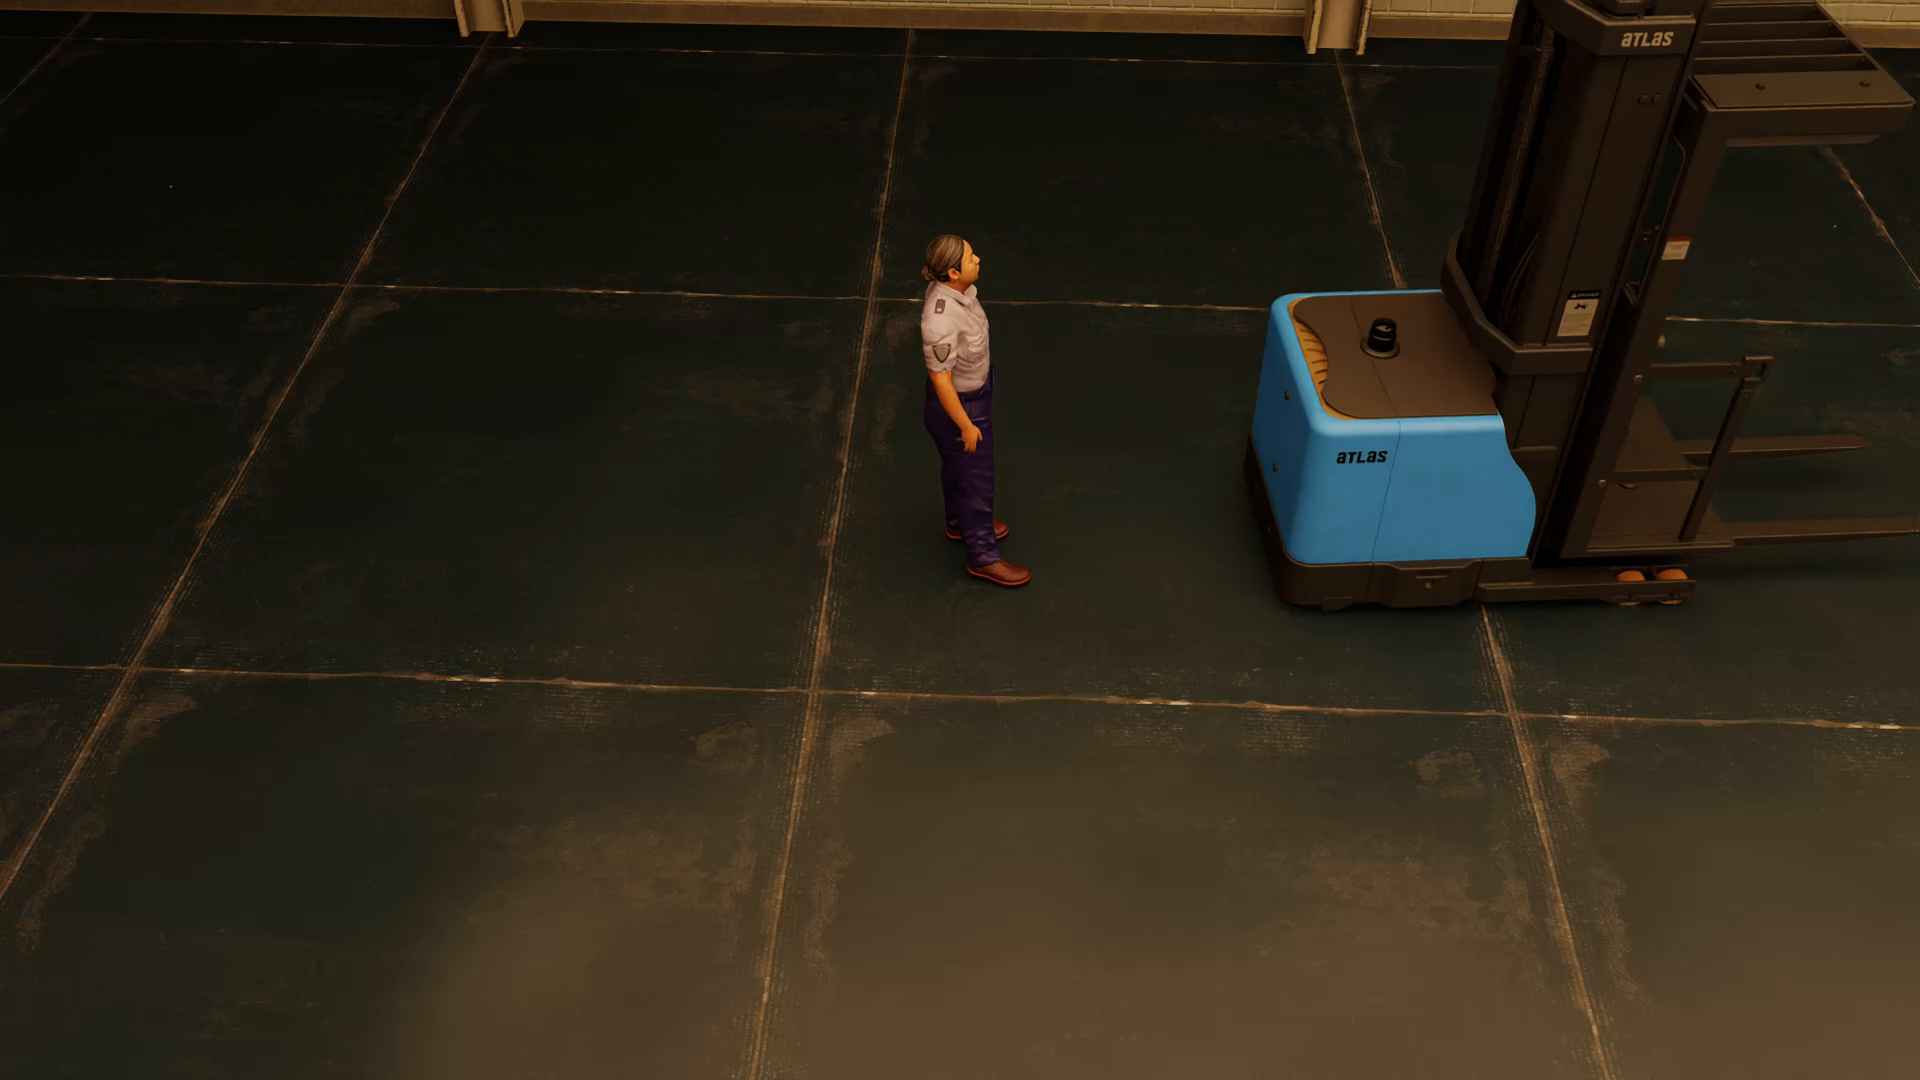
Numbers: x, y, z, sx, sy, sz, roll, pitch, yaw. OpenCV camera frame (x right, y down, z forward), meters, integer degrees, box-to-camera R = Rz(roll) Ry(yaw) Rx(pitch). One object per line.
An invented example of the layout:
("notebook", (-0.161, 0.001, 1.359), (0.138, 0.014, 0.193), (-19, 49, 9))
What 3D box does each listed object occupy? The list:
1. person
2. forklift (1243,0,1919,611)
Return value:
("person", (0.088, -0.596, 7.336), (0.503, 1.650, 0.599), (2, 42, 2))
("forklift", (2.931, -1.140, 6.991), (3.031, 2.935, 1.130), (-2, 42, -2))
